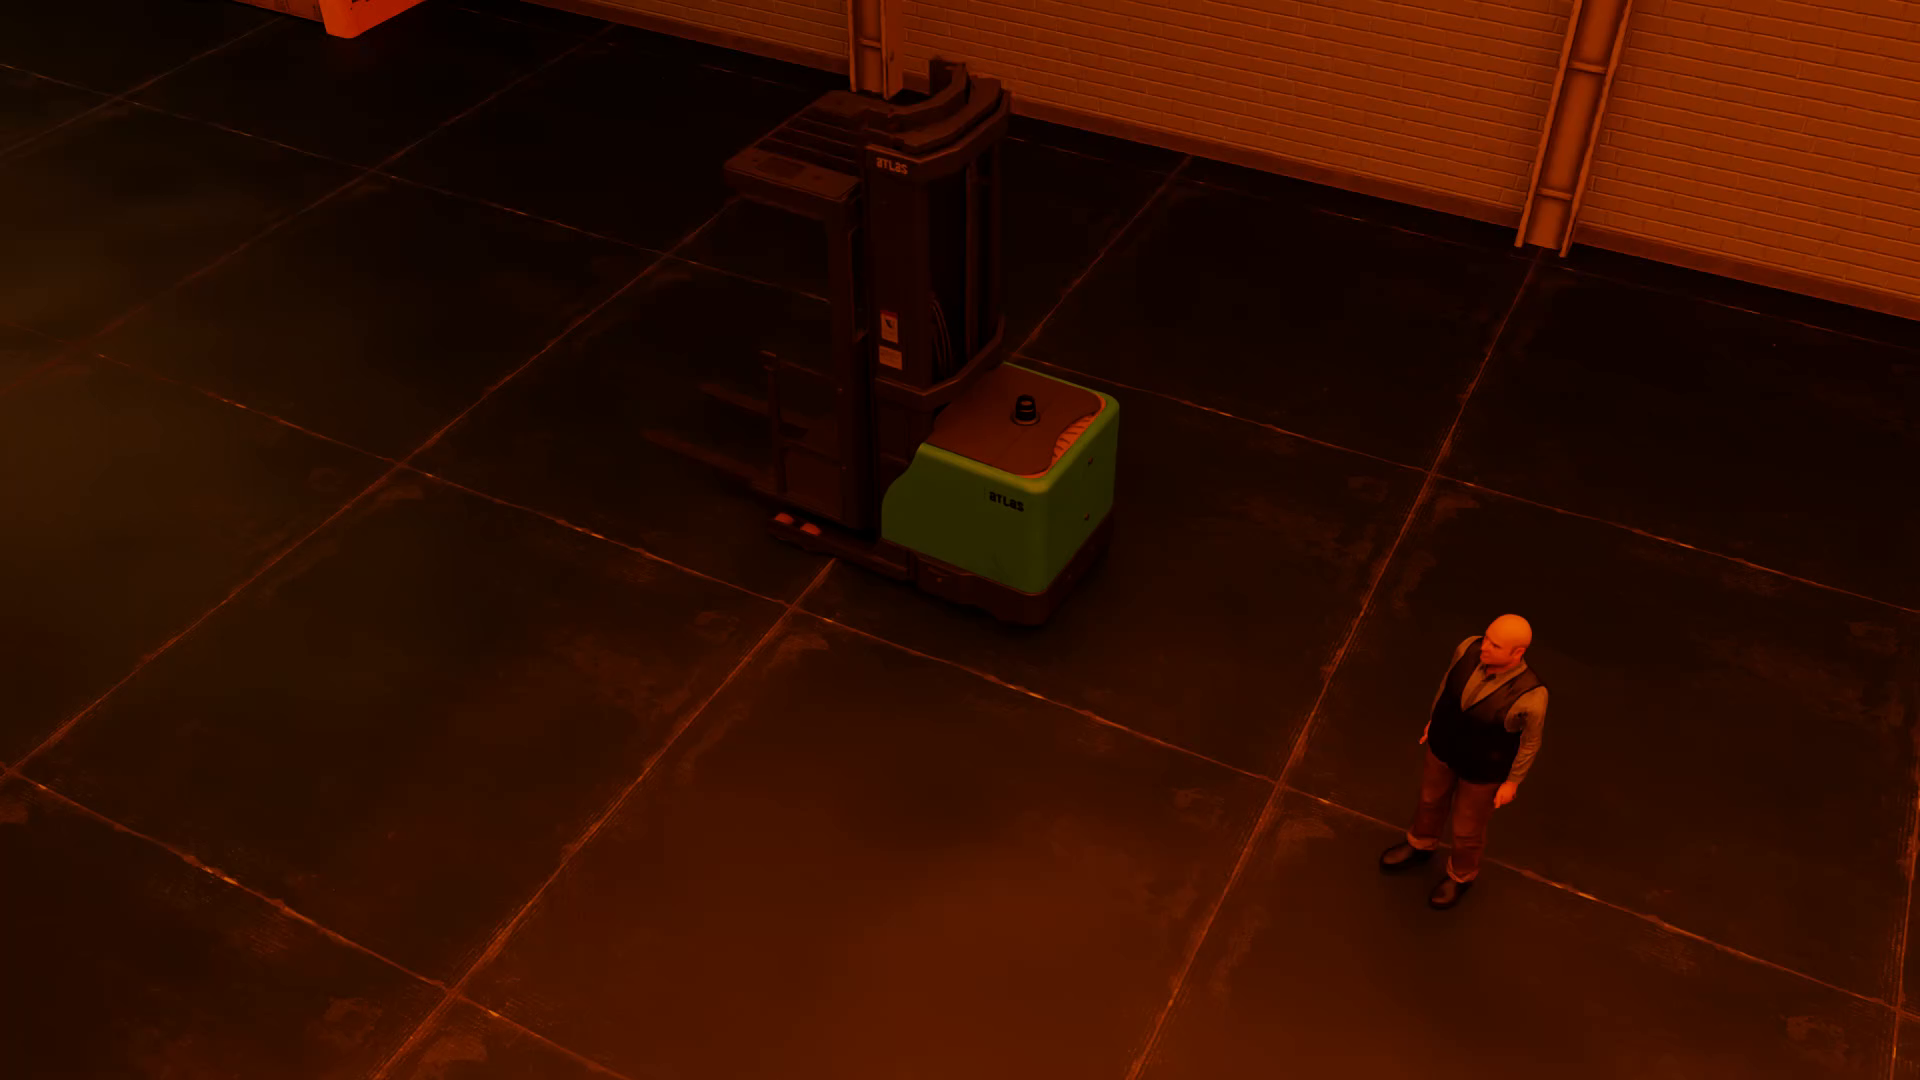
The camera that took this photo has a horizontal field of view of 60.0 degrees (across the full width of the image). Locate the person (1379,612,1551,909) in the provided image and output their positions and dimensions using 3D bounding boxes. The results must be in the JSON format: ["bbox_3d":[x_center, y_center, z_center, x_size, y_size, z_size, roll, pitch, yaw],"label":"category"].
[{"bbox_3d":[2.372,1.008,7.731,0.375,1.723,0.523,-23,45,-25],"label":"person"}]

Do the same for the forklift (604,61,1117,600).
[{"bbox_3d":[-0.606,-1.157,9.360,3.031,2.935,1.130,3,40,4],"label":"forklift"}]
